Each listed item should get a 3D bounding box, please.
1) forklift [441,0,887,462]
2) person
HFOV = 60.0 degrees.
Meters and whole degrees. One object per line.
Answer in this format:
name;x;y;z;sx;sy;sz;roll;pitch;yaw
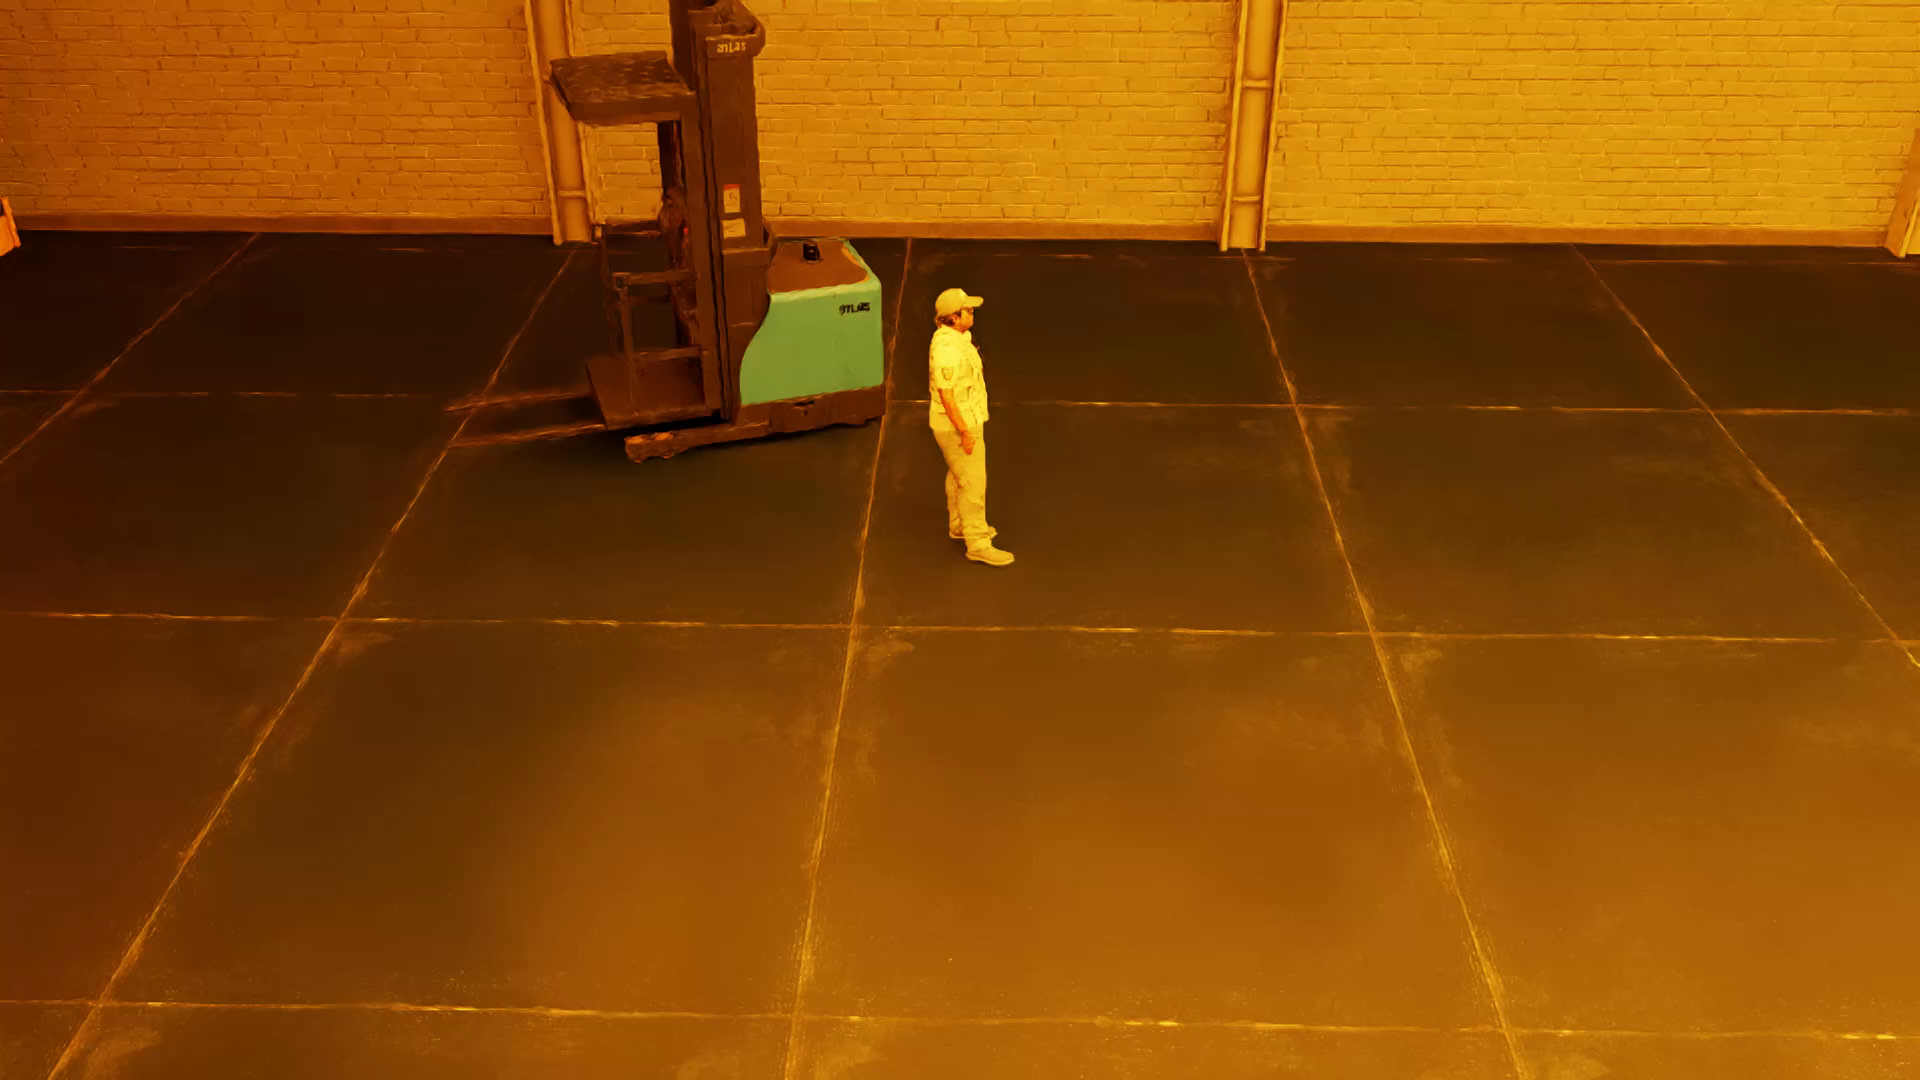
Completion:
forklift;-2.100;-2.101;11.177;3.031;2.935;1.130;-10;32;-16
person;0.076;-0.712;10.052;0.529;1.669;0.598;1;31;1
